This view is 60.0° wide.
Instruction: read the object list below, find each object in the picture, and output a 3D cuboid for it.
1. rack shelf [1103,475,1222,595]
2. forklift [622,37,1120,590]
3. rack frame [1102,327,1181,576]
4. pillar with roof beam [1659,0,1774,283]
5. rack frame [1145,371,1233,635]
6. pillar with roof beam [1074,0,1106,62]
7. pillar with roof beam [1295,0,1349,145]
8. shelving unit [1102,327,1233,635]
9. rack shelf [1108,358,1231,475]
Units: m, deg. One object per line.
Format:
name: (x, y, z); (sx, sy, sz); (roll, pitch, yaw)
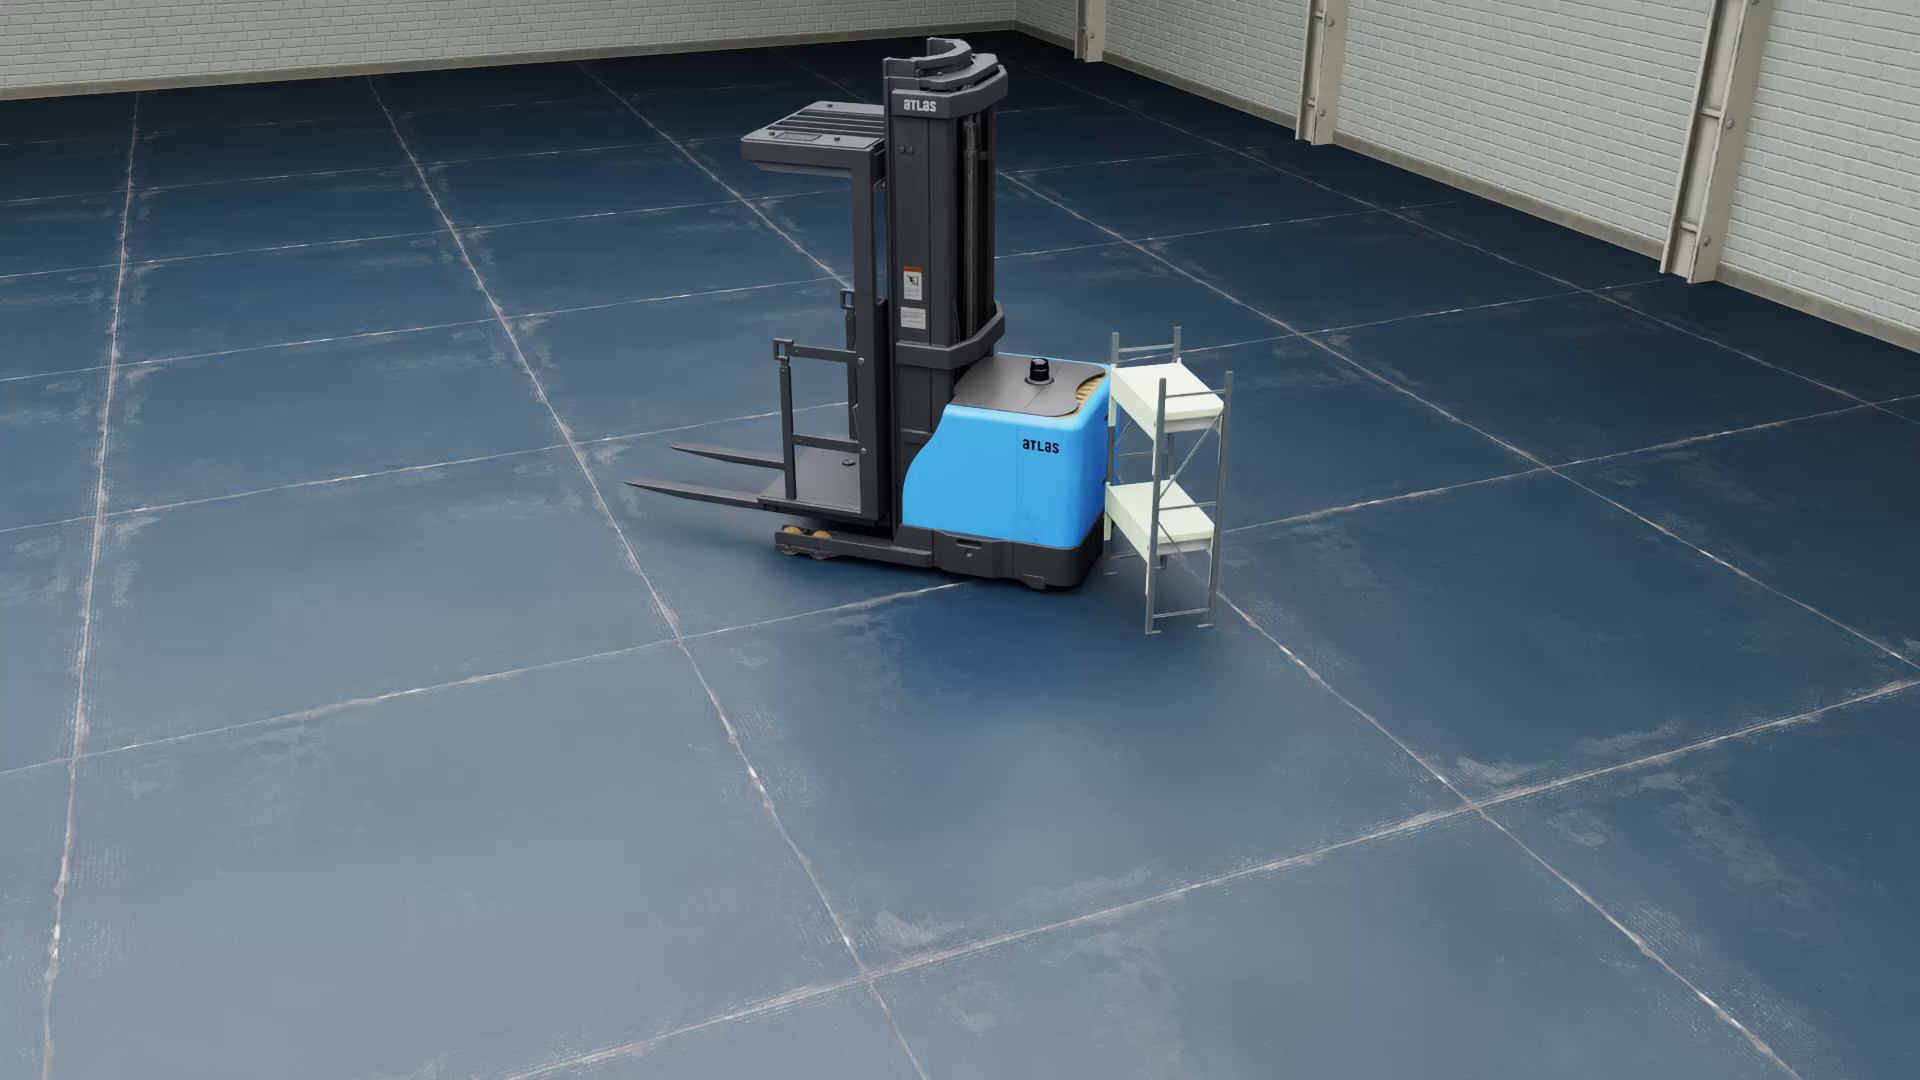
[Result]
rack shelf: (1.127, -0.039, 9.363); (0.431, 0.370, 0.720); (-6, 27, -13)
forklift: (-0.596, -1.408, 9.793); (3.031, 2.935, 1.130); (9, 27, 17)
rack frame: (1.035, -0.487, 9.538); (0.400, 1.500, 0.023); (-6, 27, -13)
pillar with roof beam: (2.691, -5.721, 11.711); (9.100, 9.000, 0.400); (-11, 28, -21)
rack frame: (1.219, -0.176, 8.902); (0.400, 1.500, 0.023); (-6, 27, -13)
pillar with roof beam: (-2.008, -10.566, 21.633); (9.100, 9.000, 0.400); (-11, 28, -21)
pillar with roof beam: (0.342, -8.143, 16.672); (9.100, 9.000, 0.400); (-11, 28, -21)
shelving unit: (1.127, -0.332, 9.220); (0.431, 1.500, 0.755); (-6, 27, -13)
rack shelf: (1.127, -0.682, 9.049); (0.431, 0.370, 0.720); (-6, 27, -13)
